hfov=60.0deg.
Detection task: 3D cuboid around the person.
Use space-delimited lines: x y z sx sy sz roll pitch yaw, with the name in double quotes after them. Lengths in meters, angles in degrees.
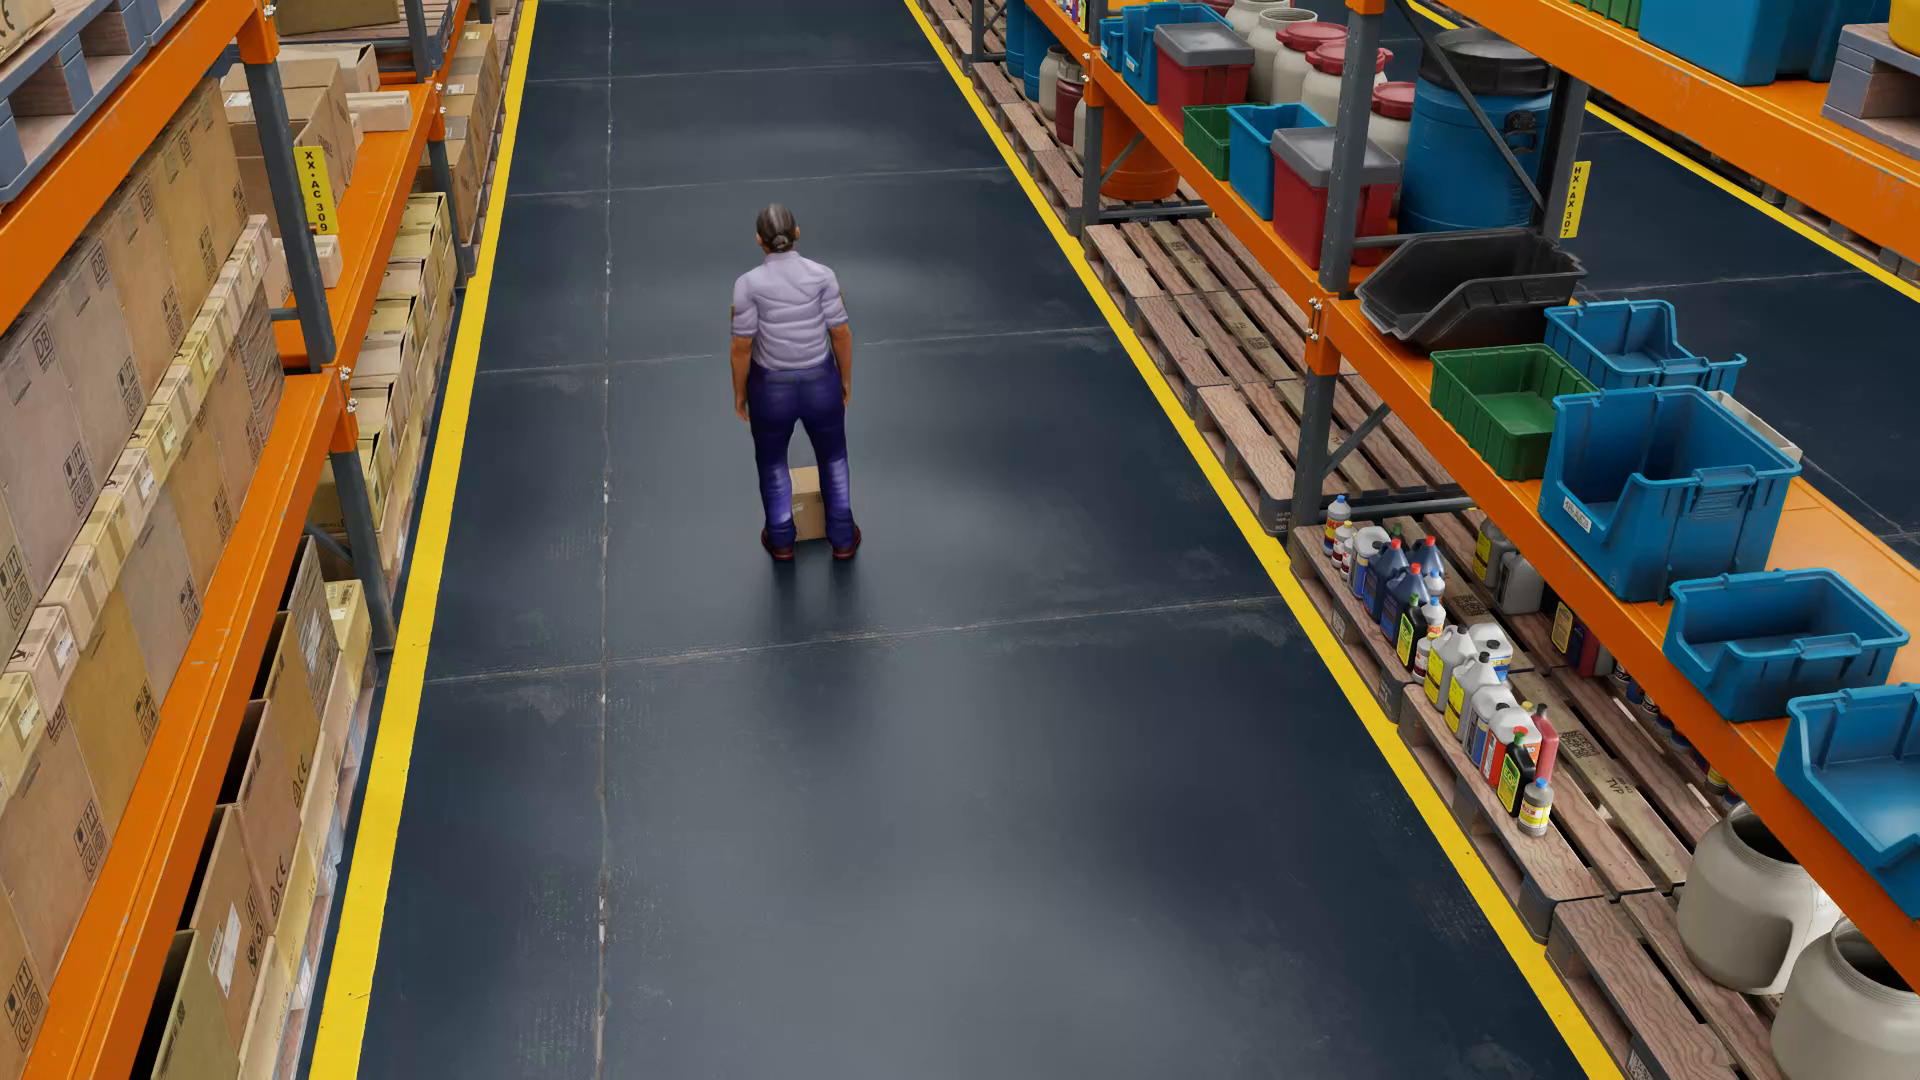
-0.717 -0.660 7.248 0.555 1.647 0.425 -7 32 -12 "person"
